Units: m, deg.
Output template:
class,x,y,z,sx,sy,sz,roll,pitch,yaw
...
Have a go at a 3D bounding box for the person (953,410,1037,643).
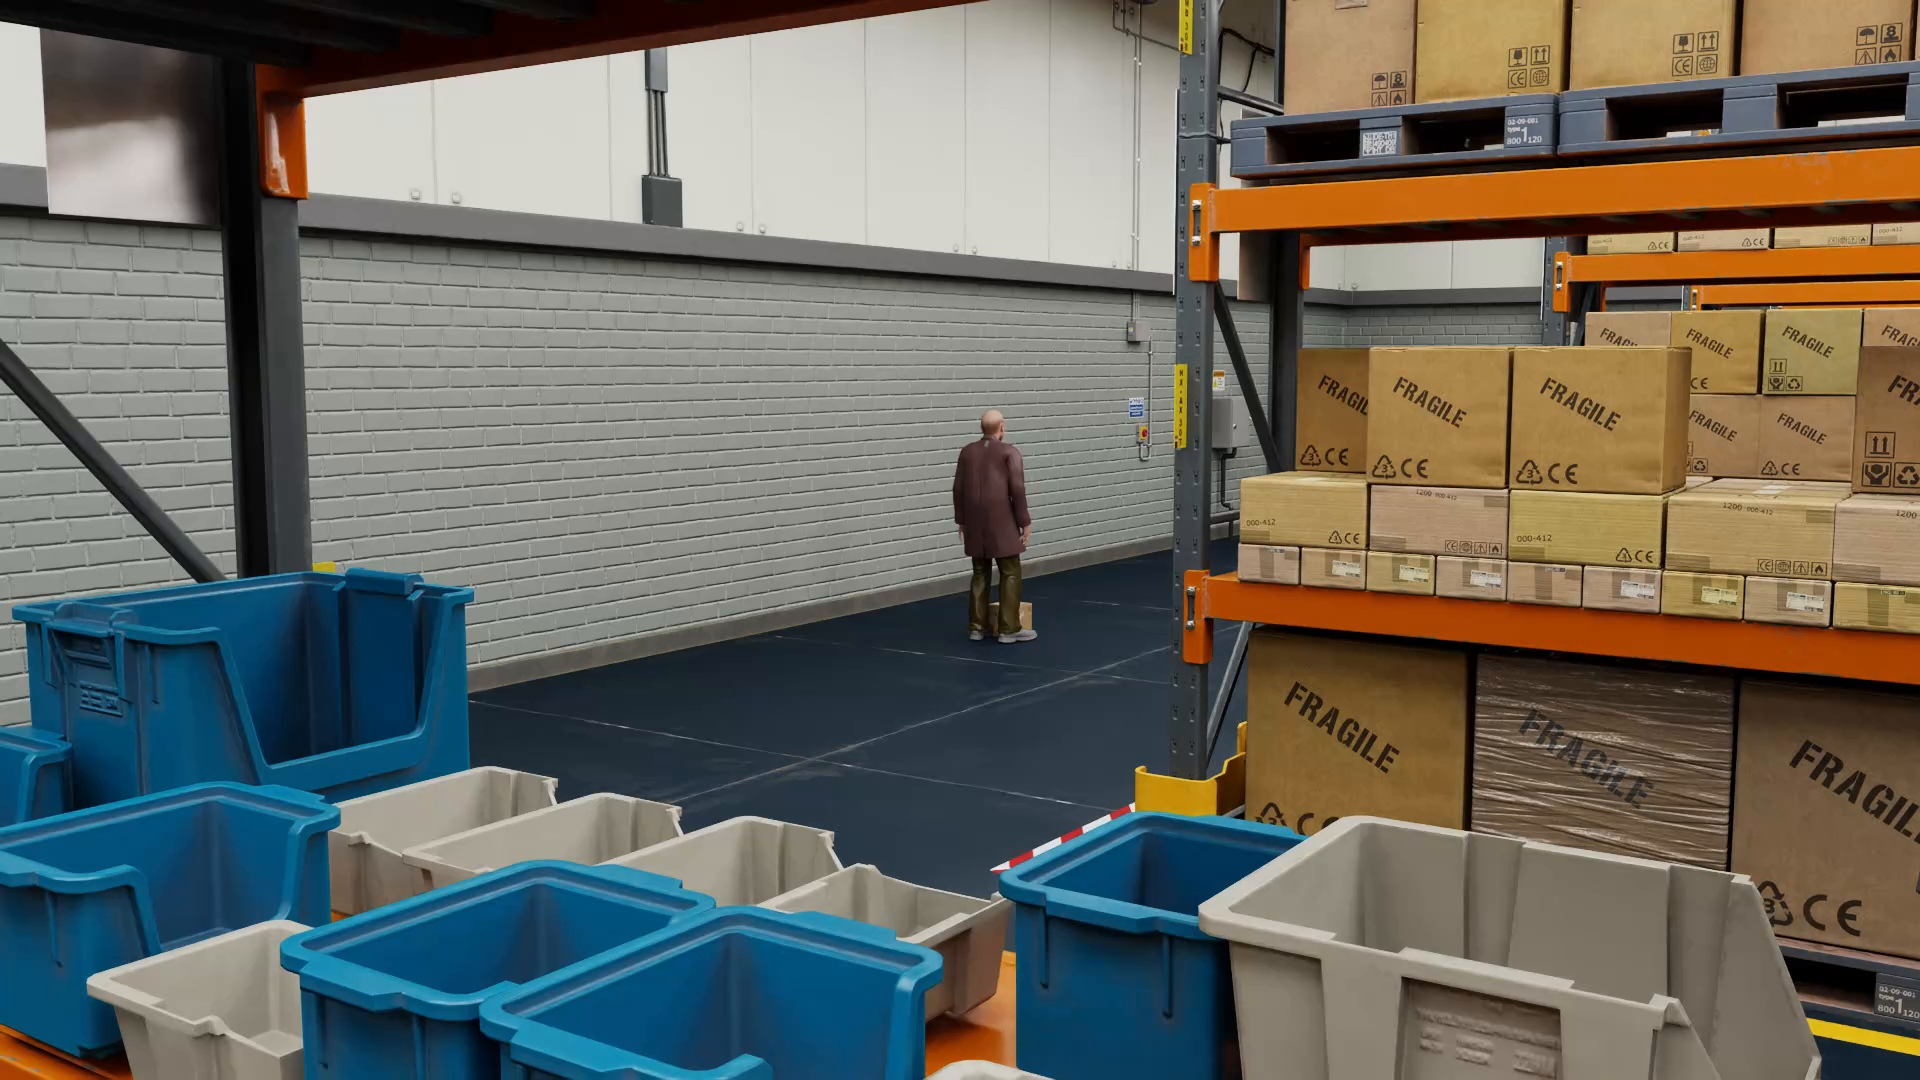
class,x,y,z,sx,sy,sz,roll,pitch,yaw
person,0.248,-0.112,12.798,0.653,1.773,0.424,4,7,30
